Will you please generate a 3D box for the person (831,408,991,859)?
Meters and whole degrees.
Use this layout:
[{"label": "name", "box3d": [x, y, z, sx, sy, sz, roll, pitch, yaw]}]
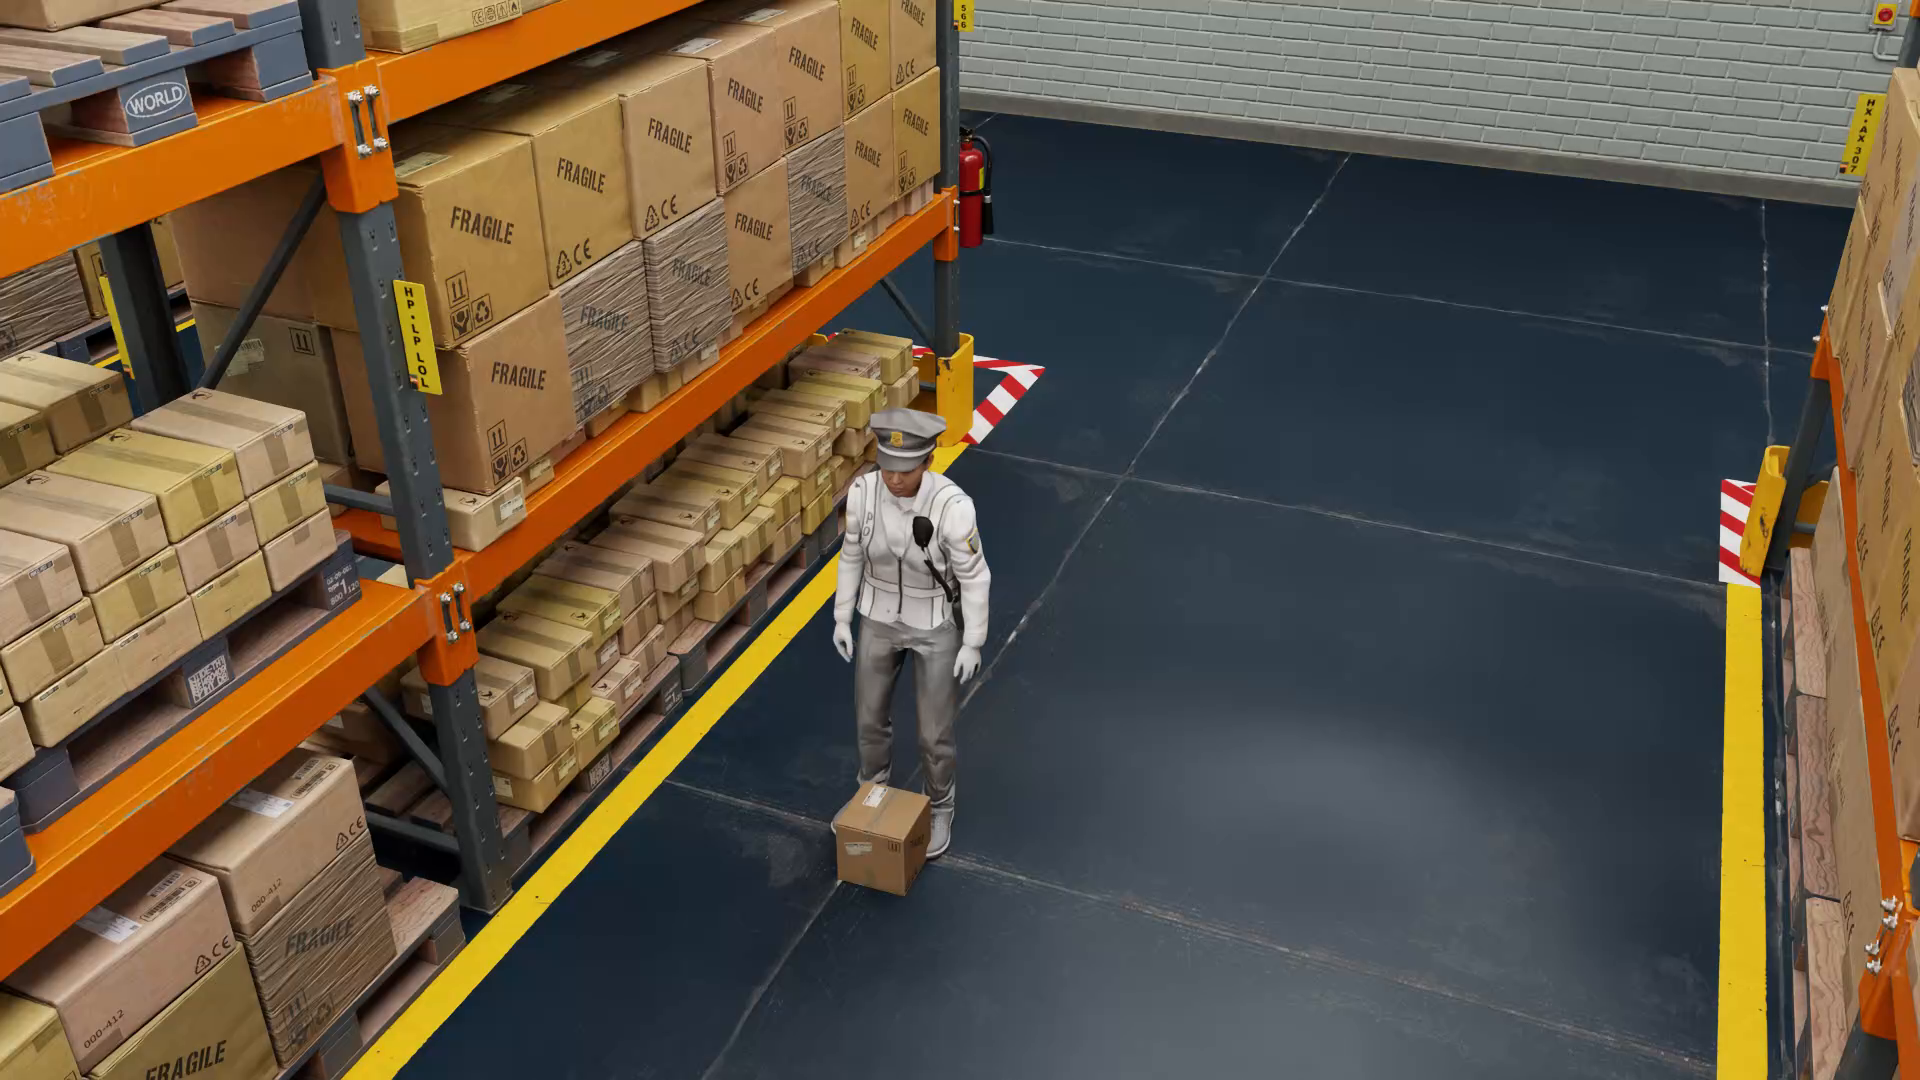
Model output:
[{"label": "person", "box3d": [-0.170, 0.305, 5.588, 0.547, 1.667, 0.370, 10, 31, 16]}]
